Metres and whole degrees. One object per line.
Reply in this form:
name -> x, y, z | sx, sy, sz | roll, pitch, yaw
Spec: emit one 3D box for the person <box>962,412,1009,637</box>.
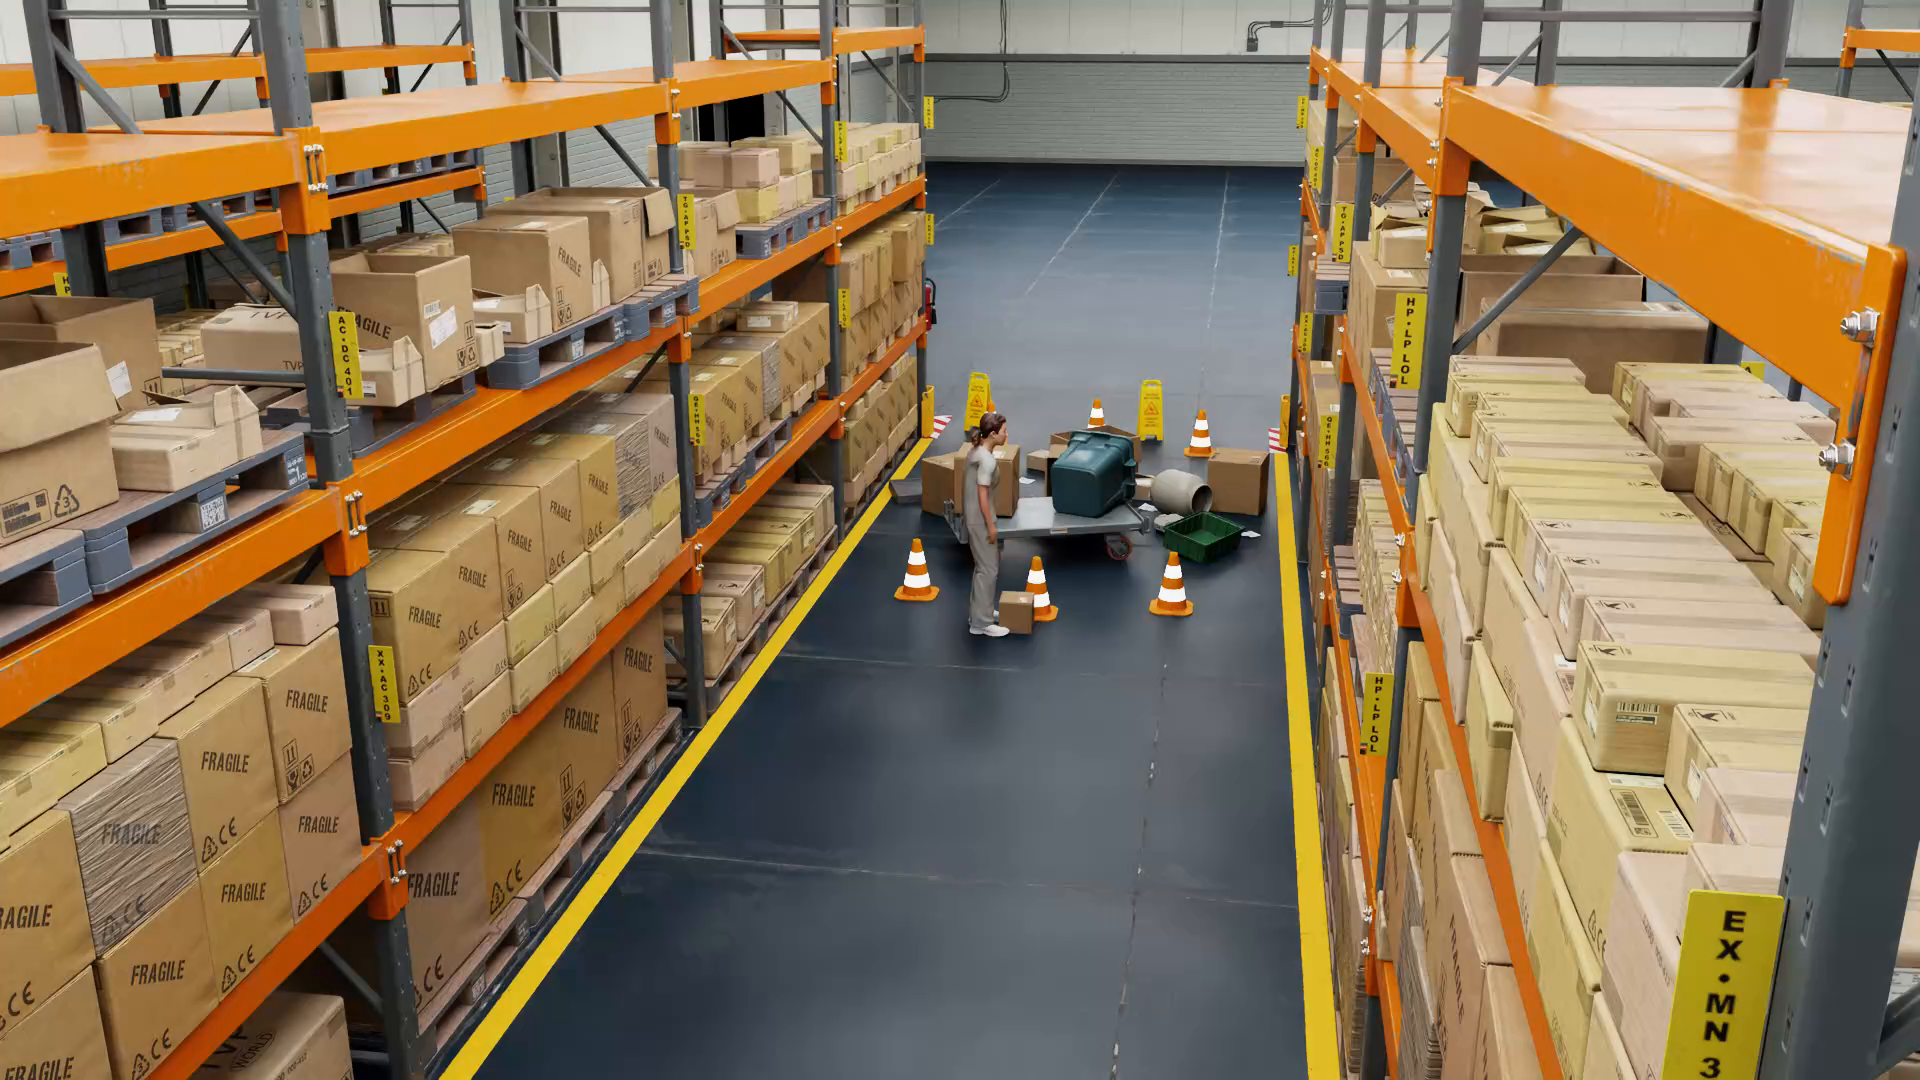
person -> 0.196, -0.138, 12.483 | 0.365, 1.671, 0.514 | -1, 18, -3
